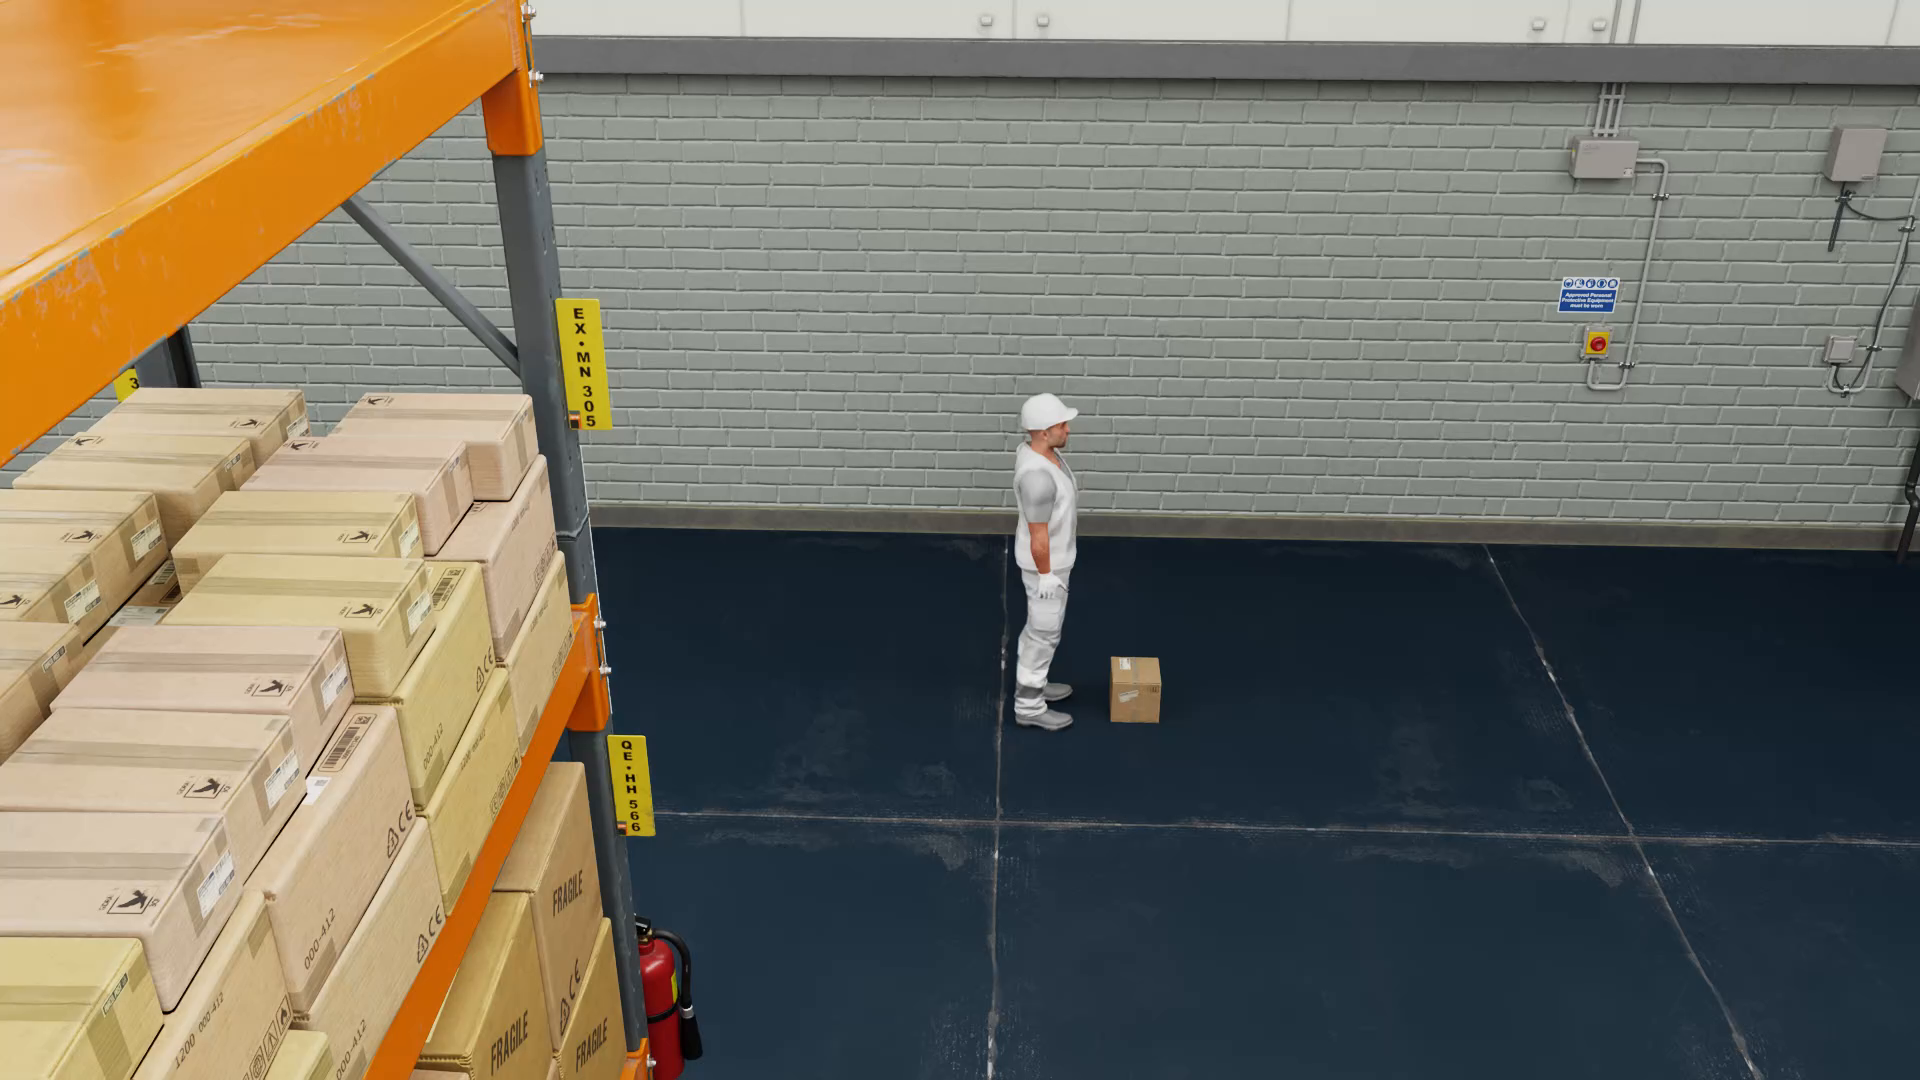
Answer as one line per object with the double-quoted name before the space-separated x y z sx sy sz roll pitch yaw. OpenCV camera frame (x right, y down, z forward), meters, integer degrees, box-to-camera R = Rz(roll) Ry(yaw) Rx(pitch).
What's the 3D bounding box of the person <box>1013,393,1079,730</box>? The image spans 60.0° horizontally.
"person" 0.431 0.095 8.413 0.334 1.788 0.524 2 28 3
